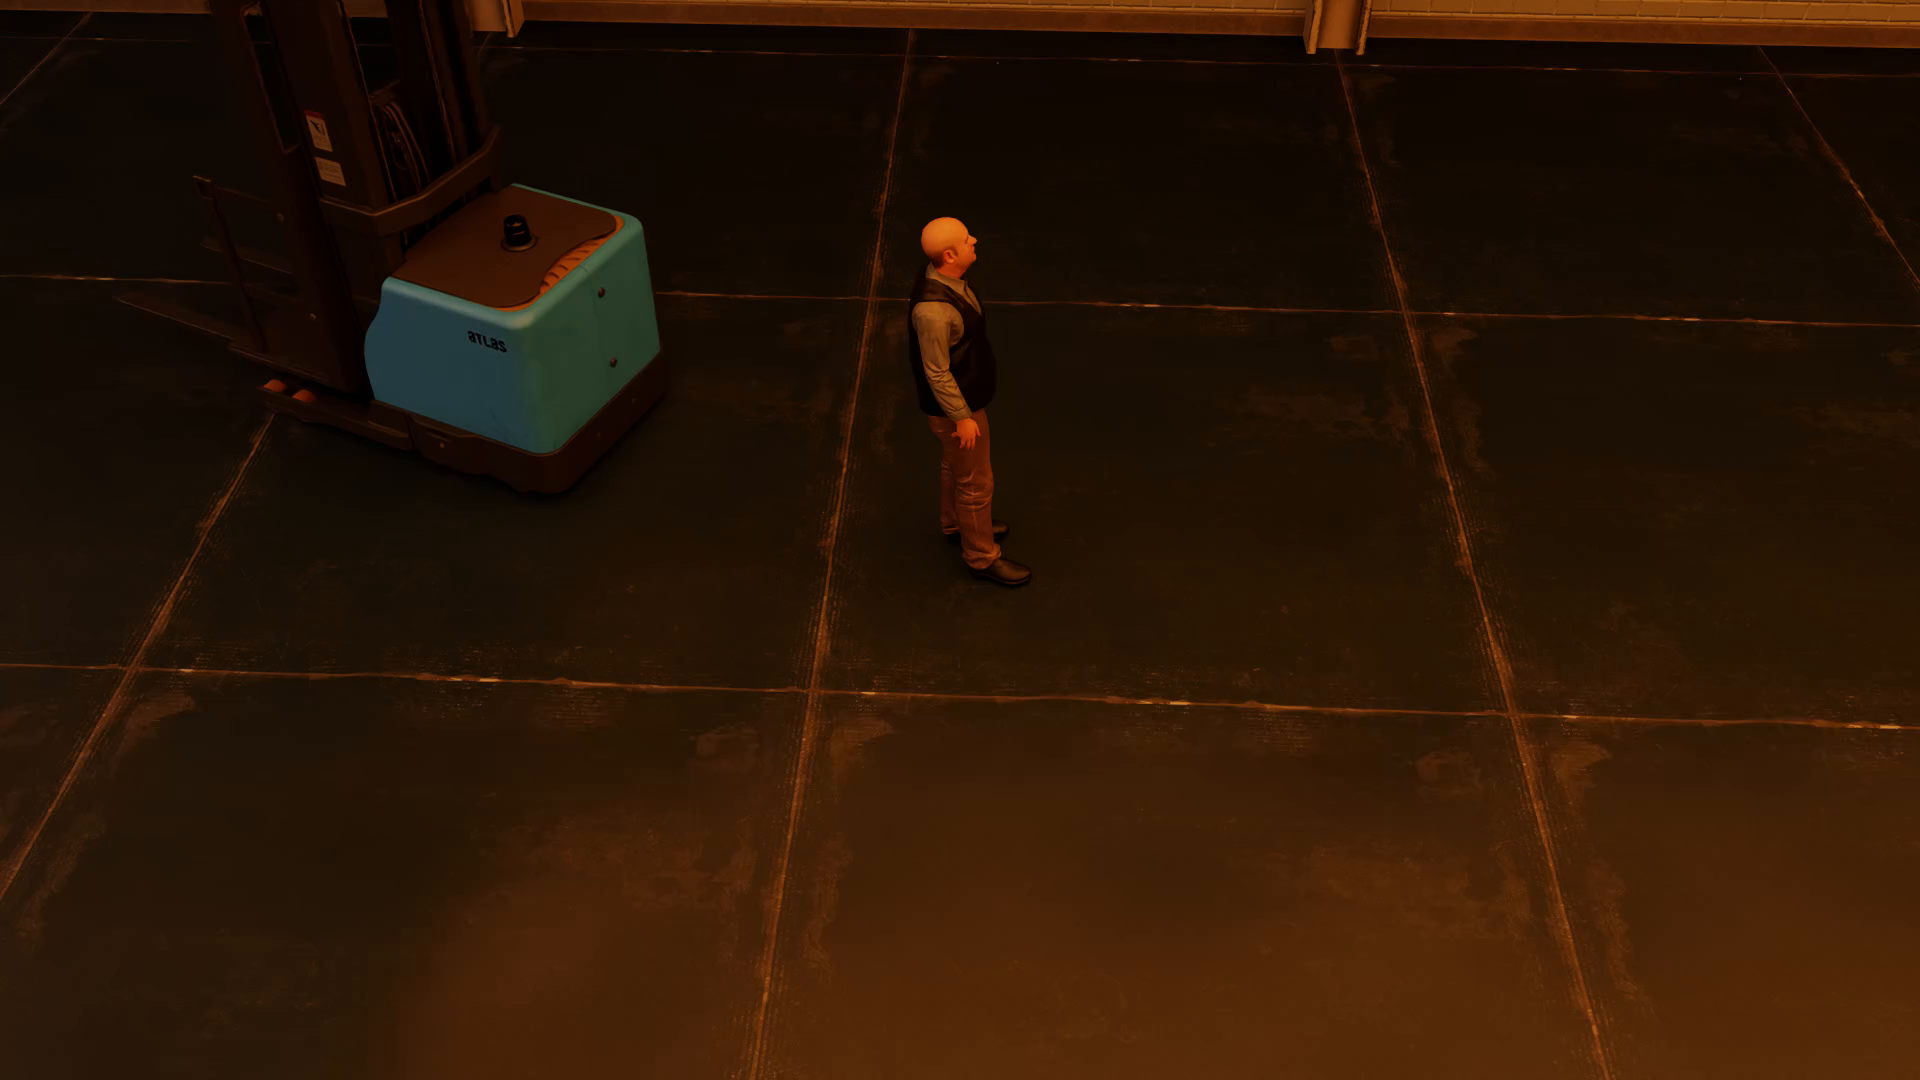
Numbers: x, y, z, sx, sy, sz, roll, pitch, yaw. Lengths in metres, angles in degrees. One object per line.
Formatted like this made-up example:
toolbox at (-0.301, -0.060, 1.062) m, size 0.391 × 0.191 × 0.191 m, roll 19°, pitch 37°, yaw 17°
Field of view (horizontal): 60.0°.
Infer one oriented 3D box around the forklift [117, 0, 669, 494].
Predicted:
forklift at (-3.074, -1.991, 7.923) m, size 3.031 × 2.935 × 1.130 m, roll 18°, pitch 45°, yaw 19°

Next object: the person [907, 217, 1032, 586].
person at (0.063, -0.634, 7.324) m, size 0.566 × 1.722 × 0.633 m, roll 2°, pitch 42°, yaw 2°
